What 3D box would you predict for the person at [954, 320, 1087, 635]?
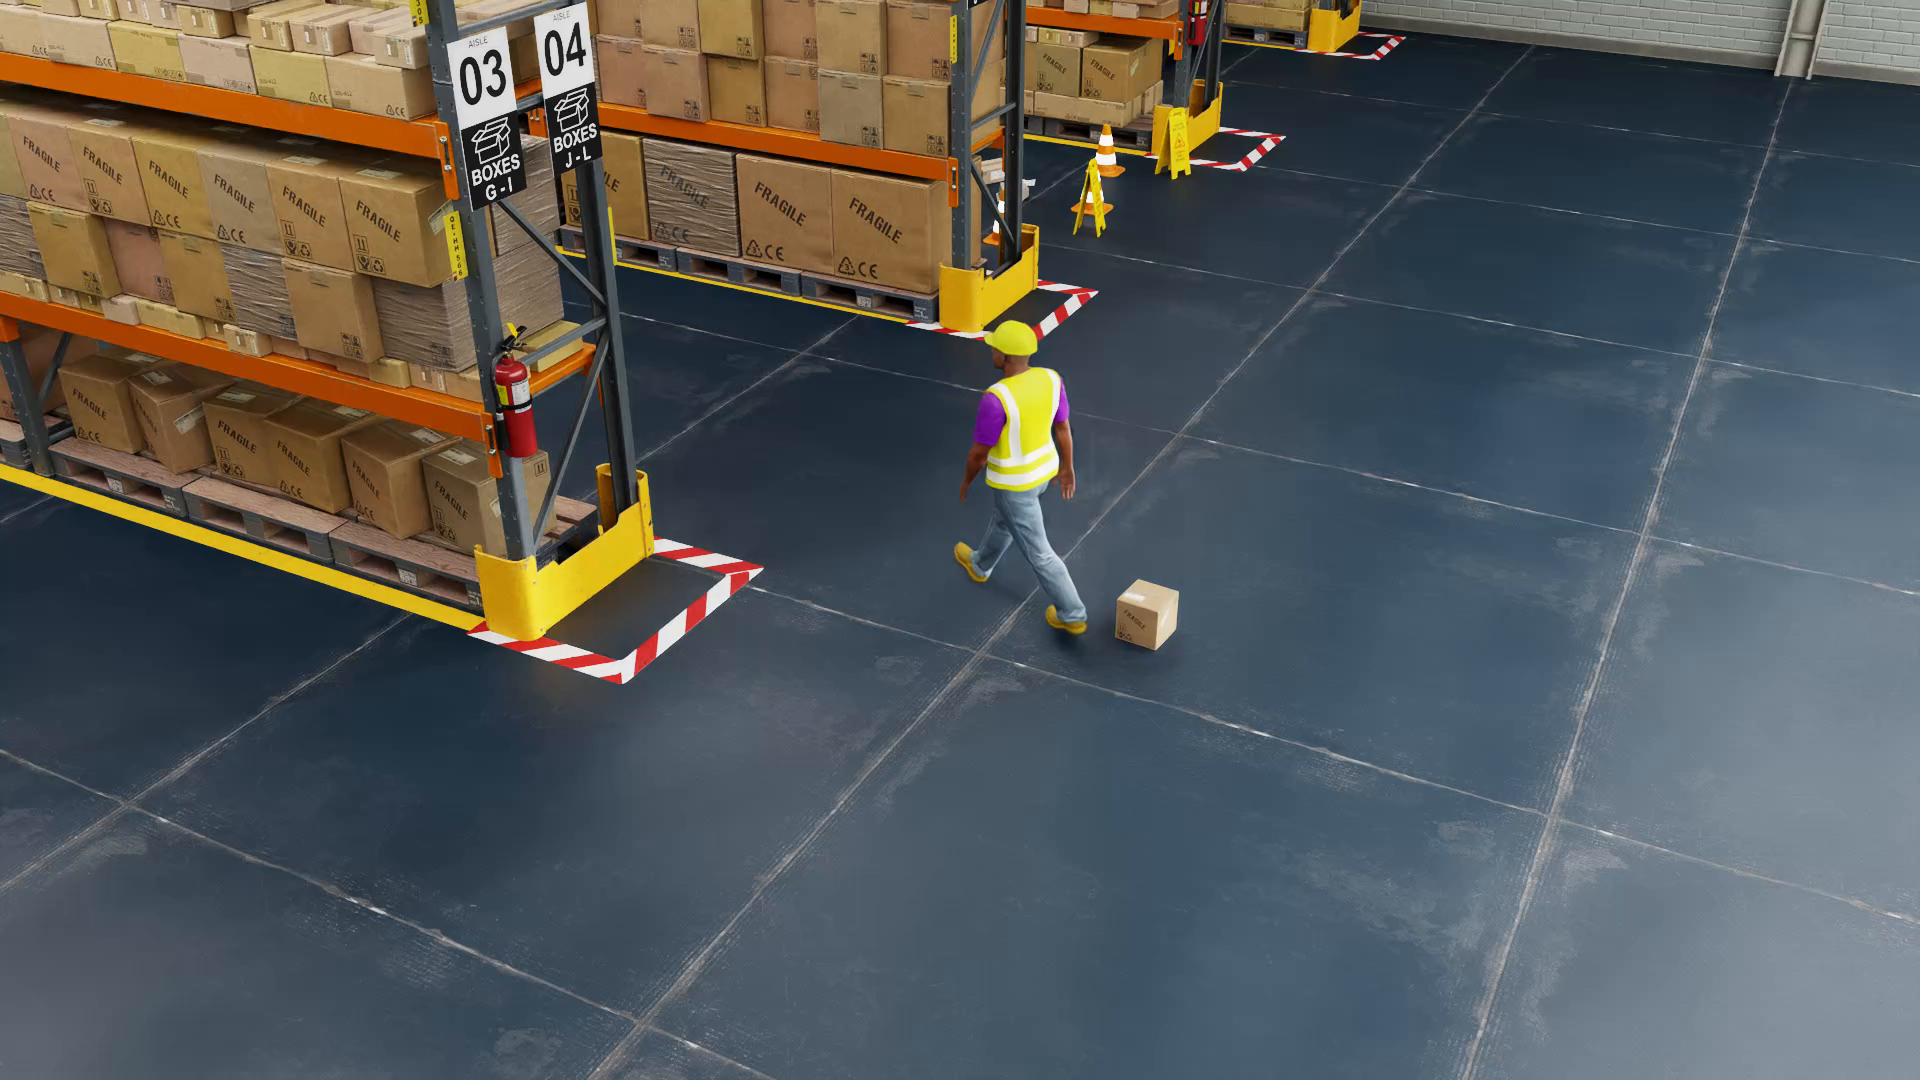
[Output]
[{"bbox_3d":[0.279,-0.365,8.919,1.100,1.709,0.584,23,37,34],"label":"person"}]
